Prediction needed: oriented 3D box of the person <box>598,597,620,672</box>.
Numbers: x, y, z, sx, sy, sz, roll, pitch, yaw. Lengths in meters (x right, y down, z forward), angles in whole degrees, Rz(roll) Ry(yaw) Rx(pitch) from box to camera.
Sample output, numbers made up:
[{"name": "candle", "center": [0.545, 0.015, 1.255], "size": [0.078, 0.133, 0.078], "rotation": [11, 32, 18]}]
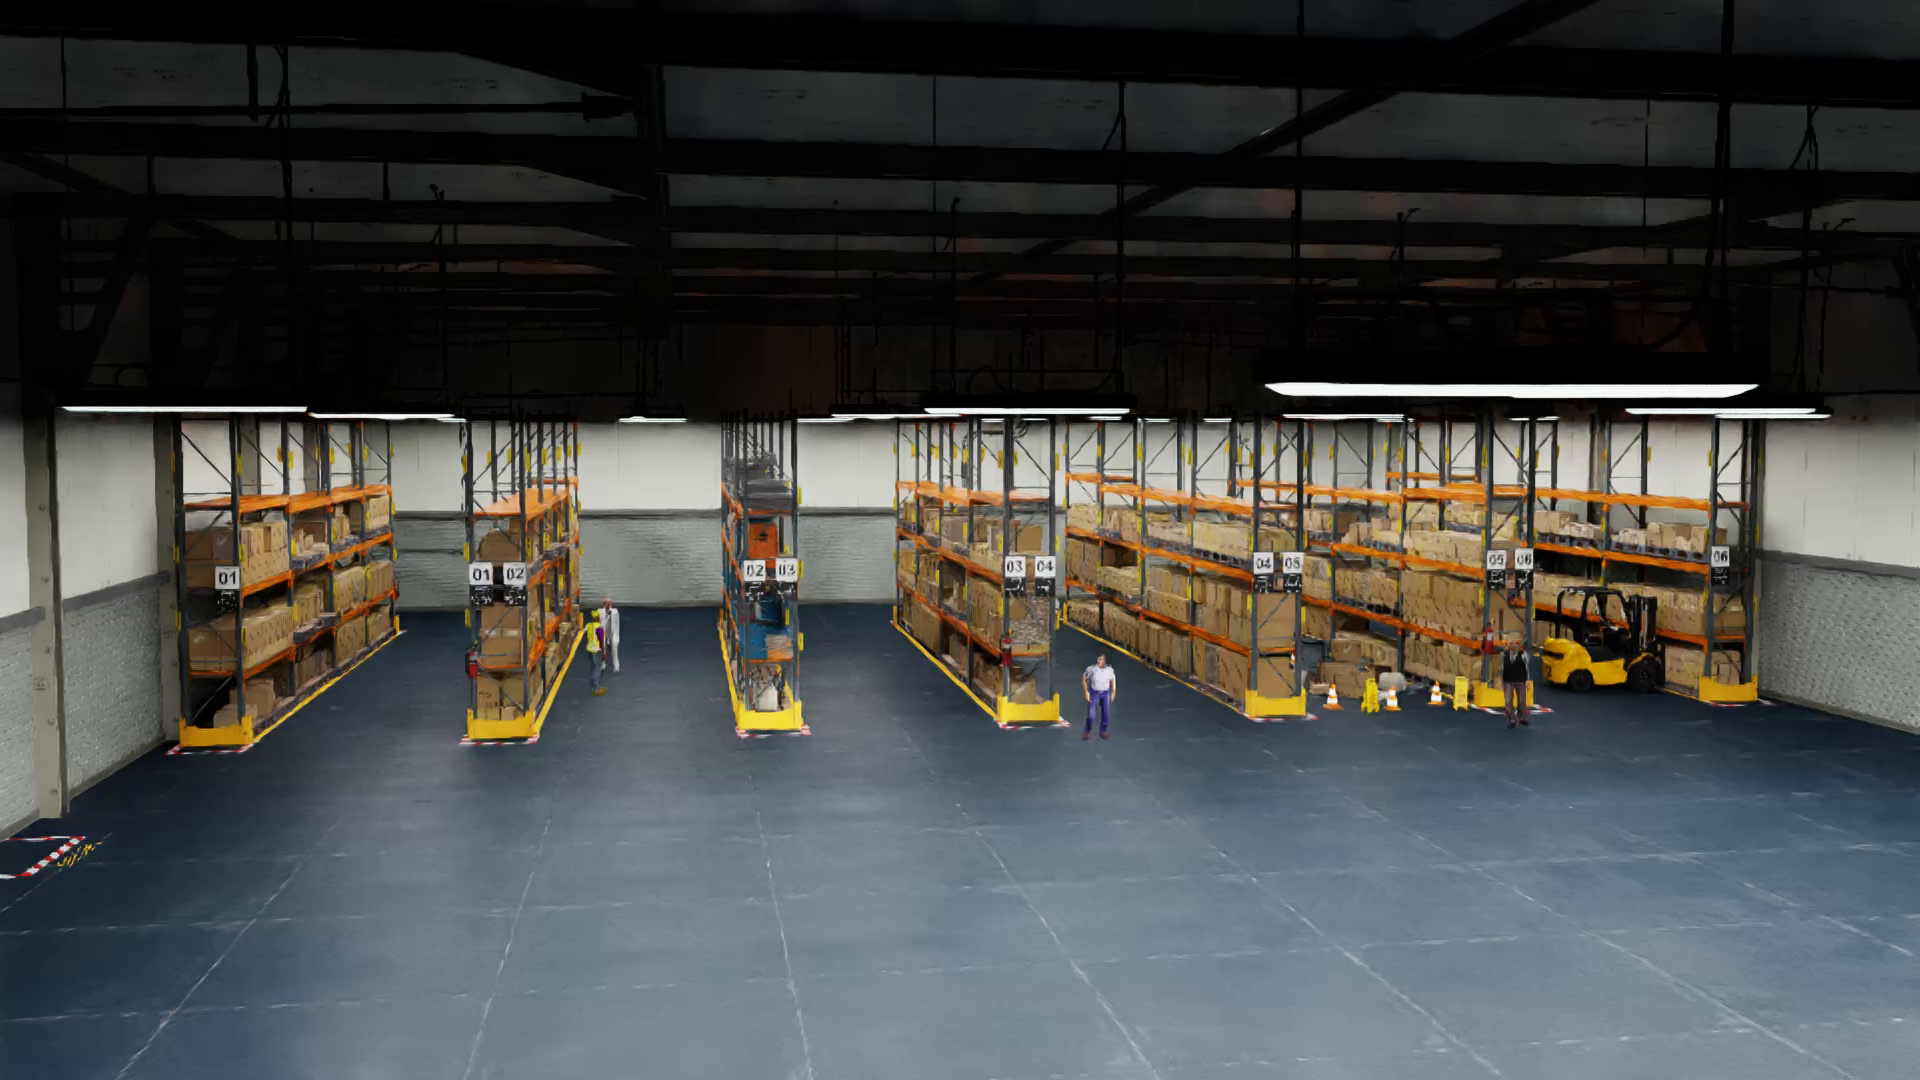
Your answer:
[{"name": "person", "center": [-8.130, 2.174, 38.360], "size": [0.577, 1.716, 1.104], "rotation": [-1, 4, -18]}]

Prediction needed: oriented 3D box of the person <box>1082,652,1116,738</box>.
[{"name": "person", "center": [2.527, 2.822, 30.277], "size": [0.625, 1.596, 0.517], "rotation": [-1, 4, -11]}]

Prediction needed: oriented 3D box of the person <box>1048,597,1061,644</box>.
[{"name": "person", "center": [2.279, 1.996, 41.872], "size": [0.493, 1.605, 1.000], "rotation": [-1, 4, -10]}]

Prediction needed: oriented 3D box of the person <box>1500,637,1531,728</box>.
[{"name": "person", "center": [10.512, 2.679, 31.465], "size": [0.572, 1.707, 0.562], "rotation": [2, 4, 27]}]

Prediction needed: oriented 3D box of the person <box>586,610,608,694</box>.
[{"name": "person", "center": [-7.689, 2.358, 35.331], "size": [0.447, 1.771, 0.632], "rotation": [-3, 5, -41]}]
